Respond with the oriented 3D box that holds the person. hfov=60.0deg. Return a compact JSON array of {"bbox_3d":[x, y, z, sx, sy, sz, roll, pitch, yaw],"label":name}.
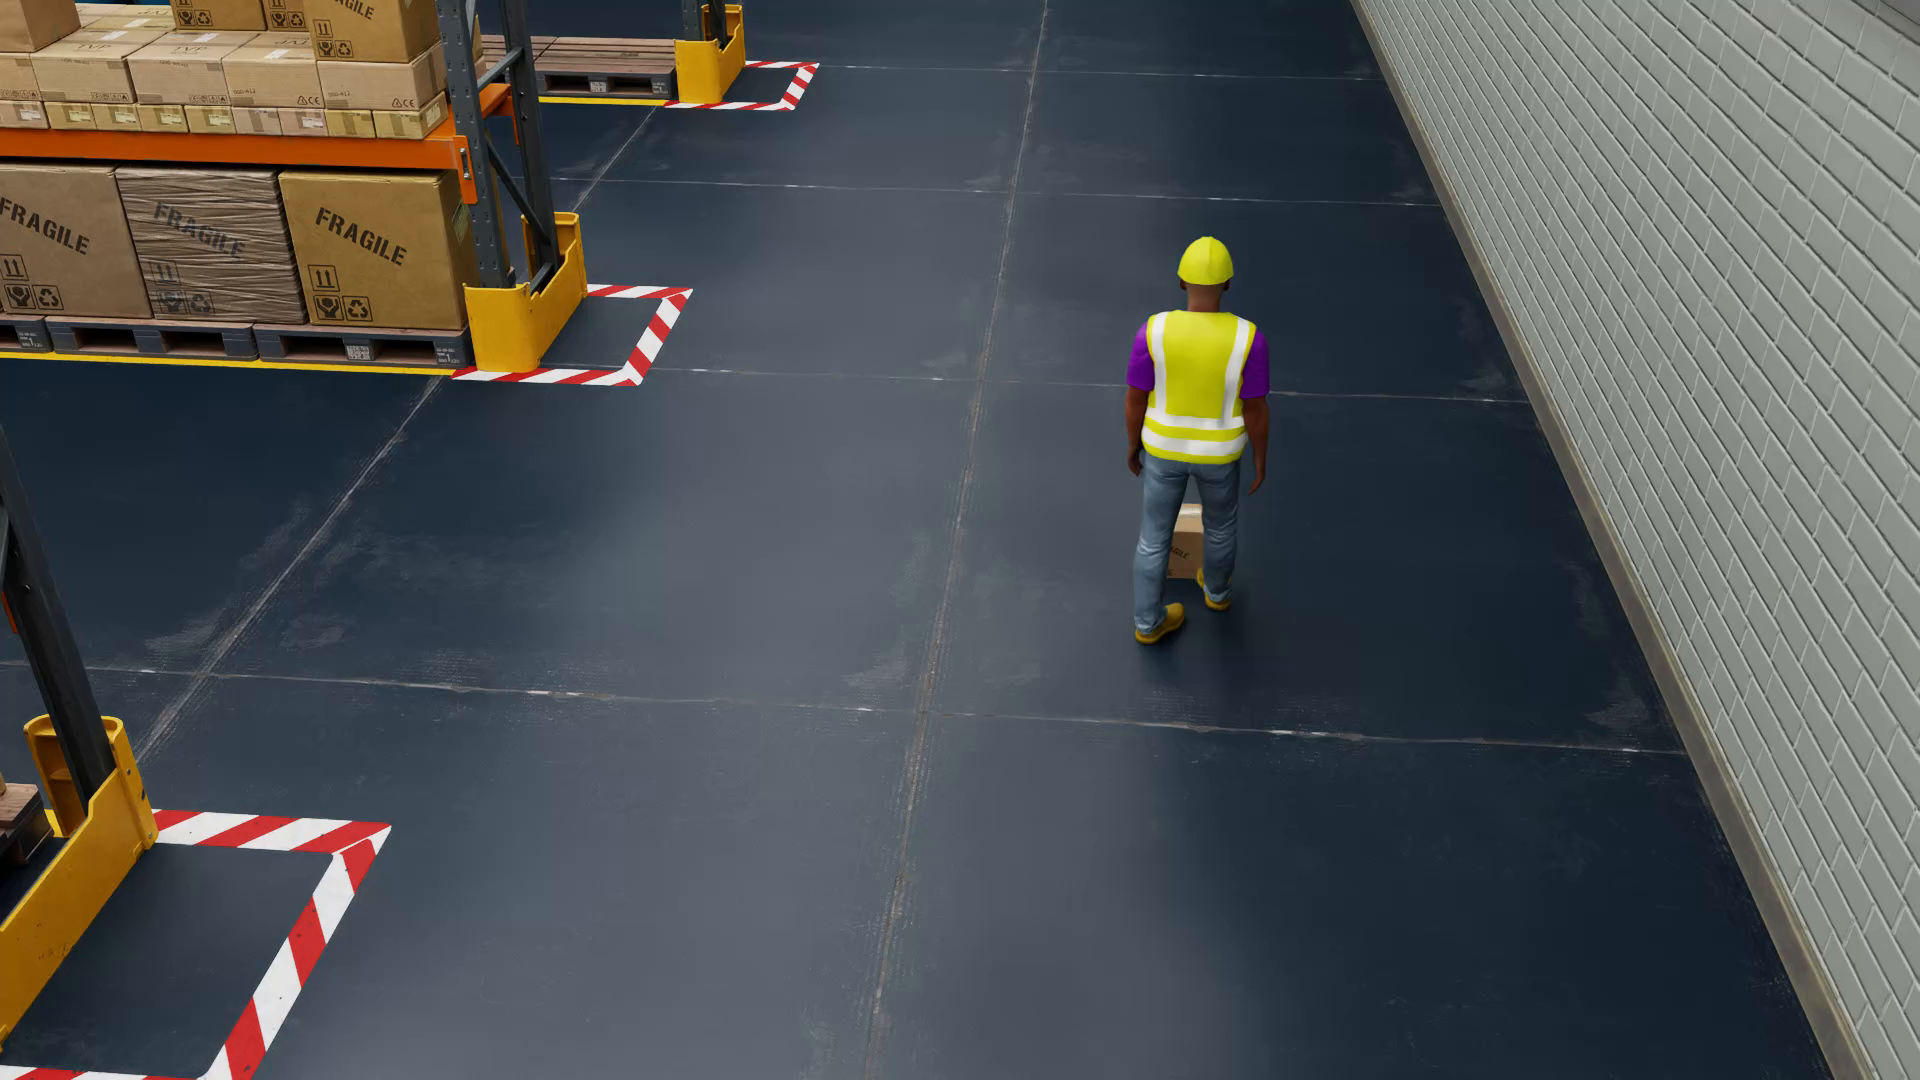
[{"bbox_3d":[0.969,-0.440,6.817,0.582,1.759,0.628,5,32,9],"label":"person"}]
